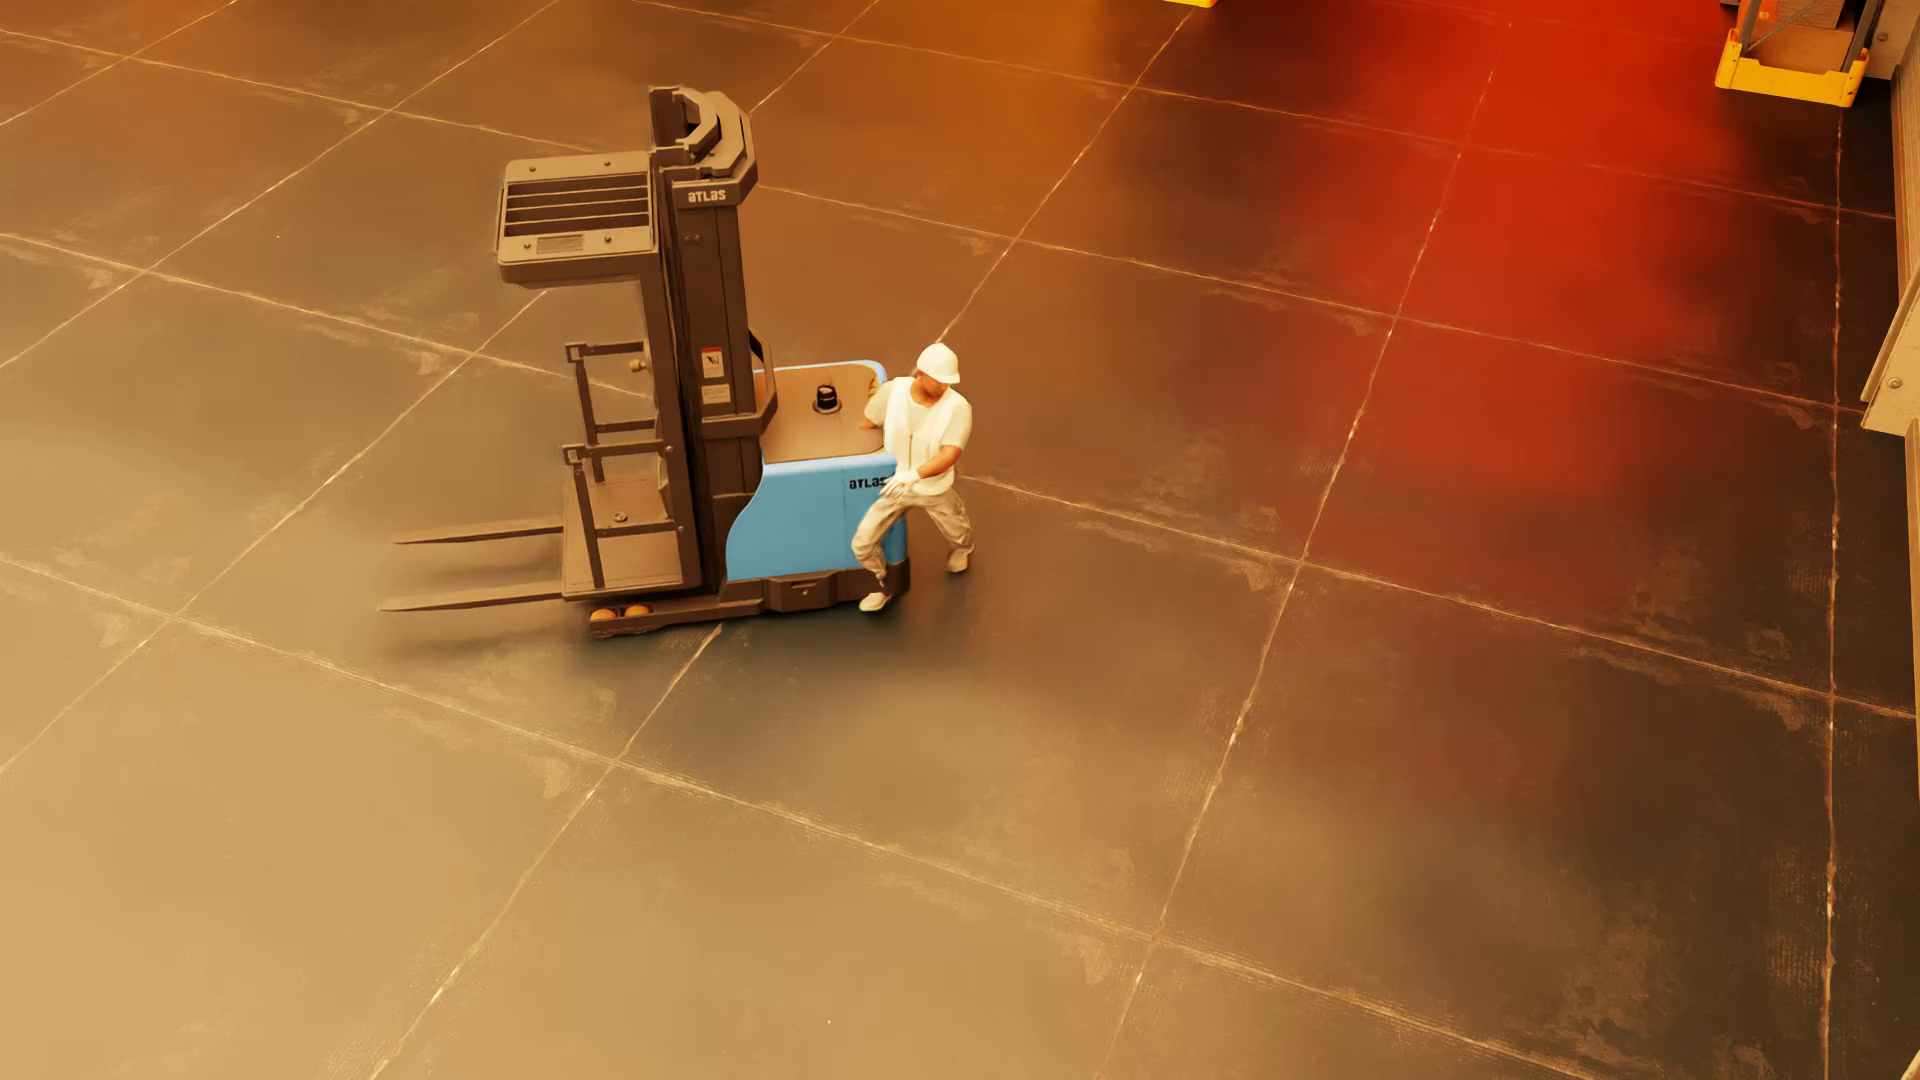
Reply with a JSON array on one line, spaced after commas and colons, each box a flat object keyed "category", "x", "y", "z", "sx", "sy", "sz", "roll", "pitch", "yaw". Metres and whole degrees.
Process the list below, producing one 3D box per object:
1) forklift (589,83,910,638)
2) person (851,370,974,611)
[{"category": "forklift", "x": -1.859, "y": -0.926, "z": 9.112, "sx": 3.031, "sy": 2.935, "sz": 1.130, "roll": -6, "pitch": 40, "yaw": -7}, {"category": "person", "x": -0.338, "y": -0.307, "z": 9.401, "sx": 0.797, "sy": 1.639, "sz": 0.878, "roll": 5, "pitch": 40, "yaw": 5}]
